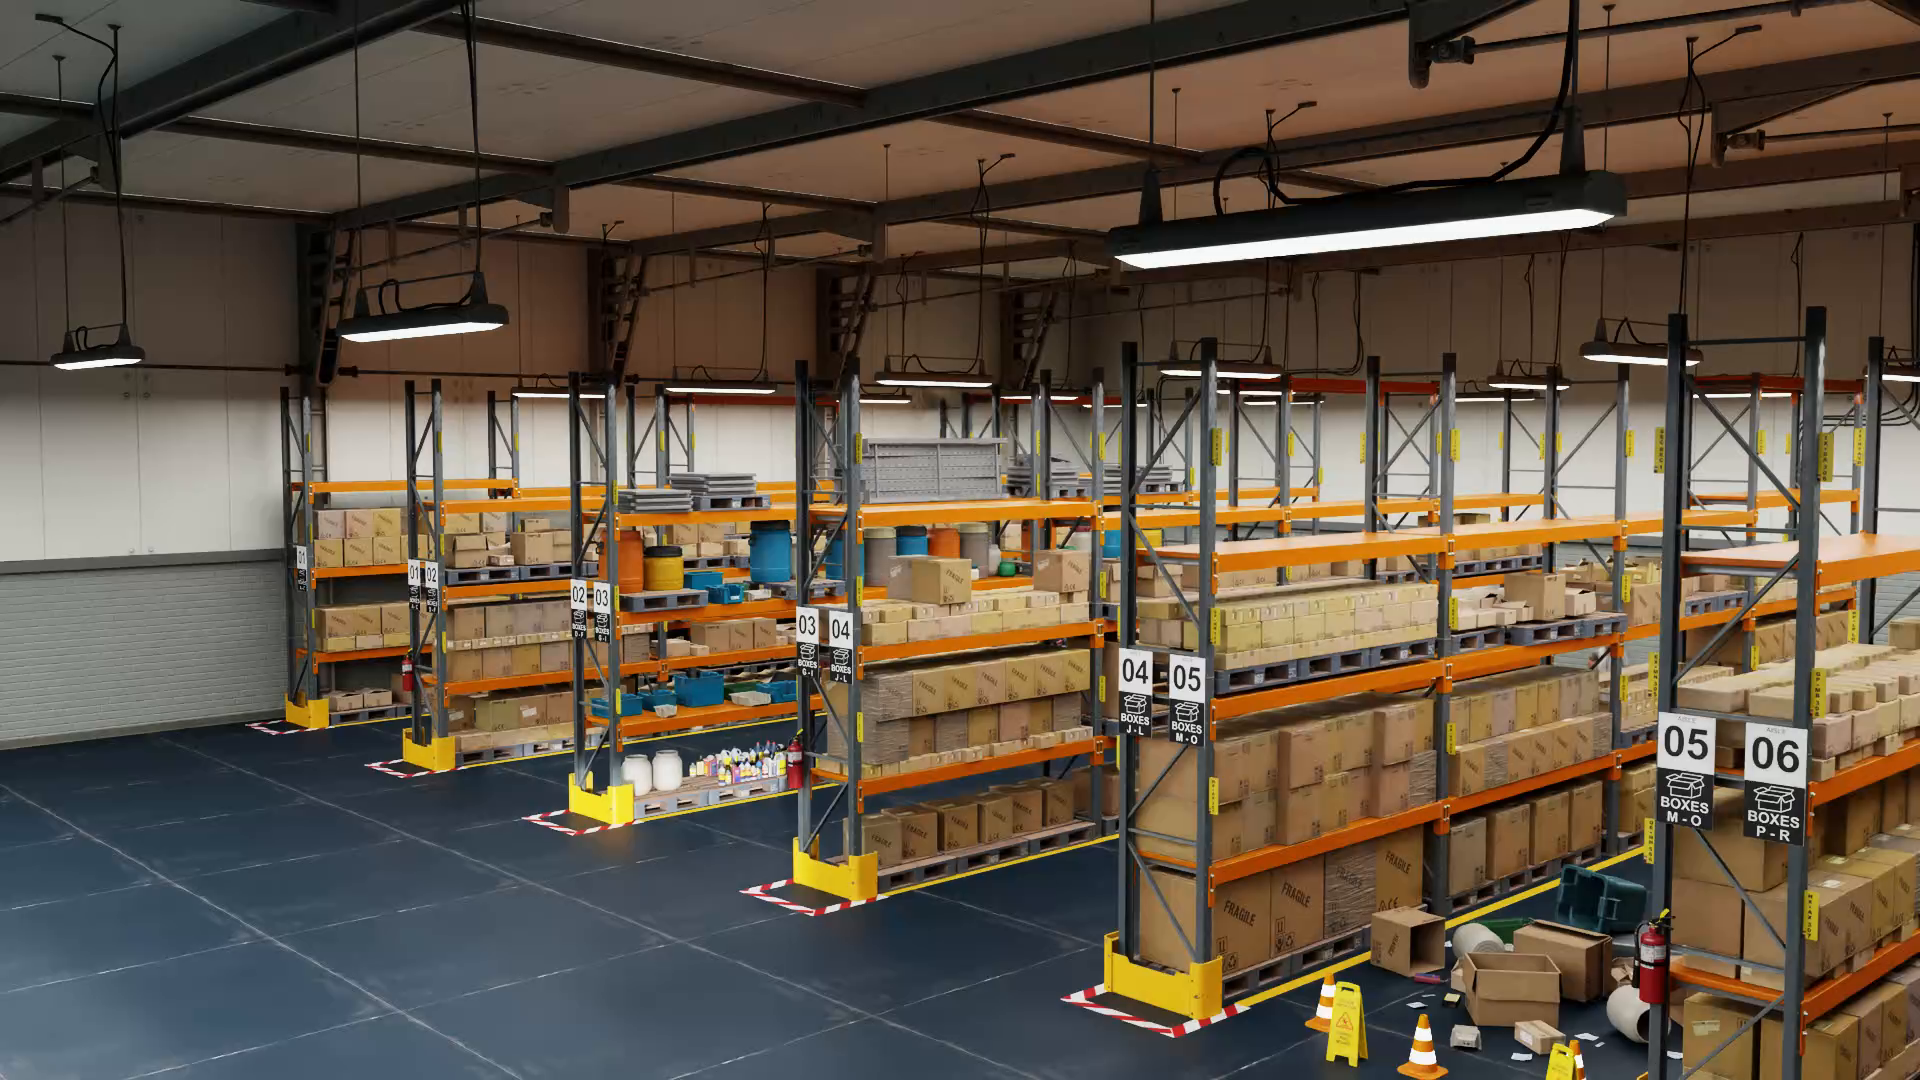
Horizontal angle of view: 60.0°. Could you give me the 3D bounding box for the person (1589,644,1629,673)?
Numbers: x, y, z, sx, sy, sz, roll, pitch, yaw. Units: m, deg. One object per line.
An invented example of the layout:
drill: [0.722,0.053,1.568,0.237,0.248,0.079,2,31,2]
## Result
person: [11.018,2.483,28.265,0.676,1.831,0.768,2,4,26]
